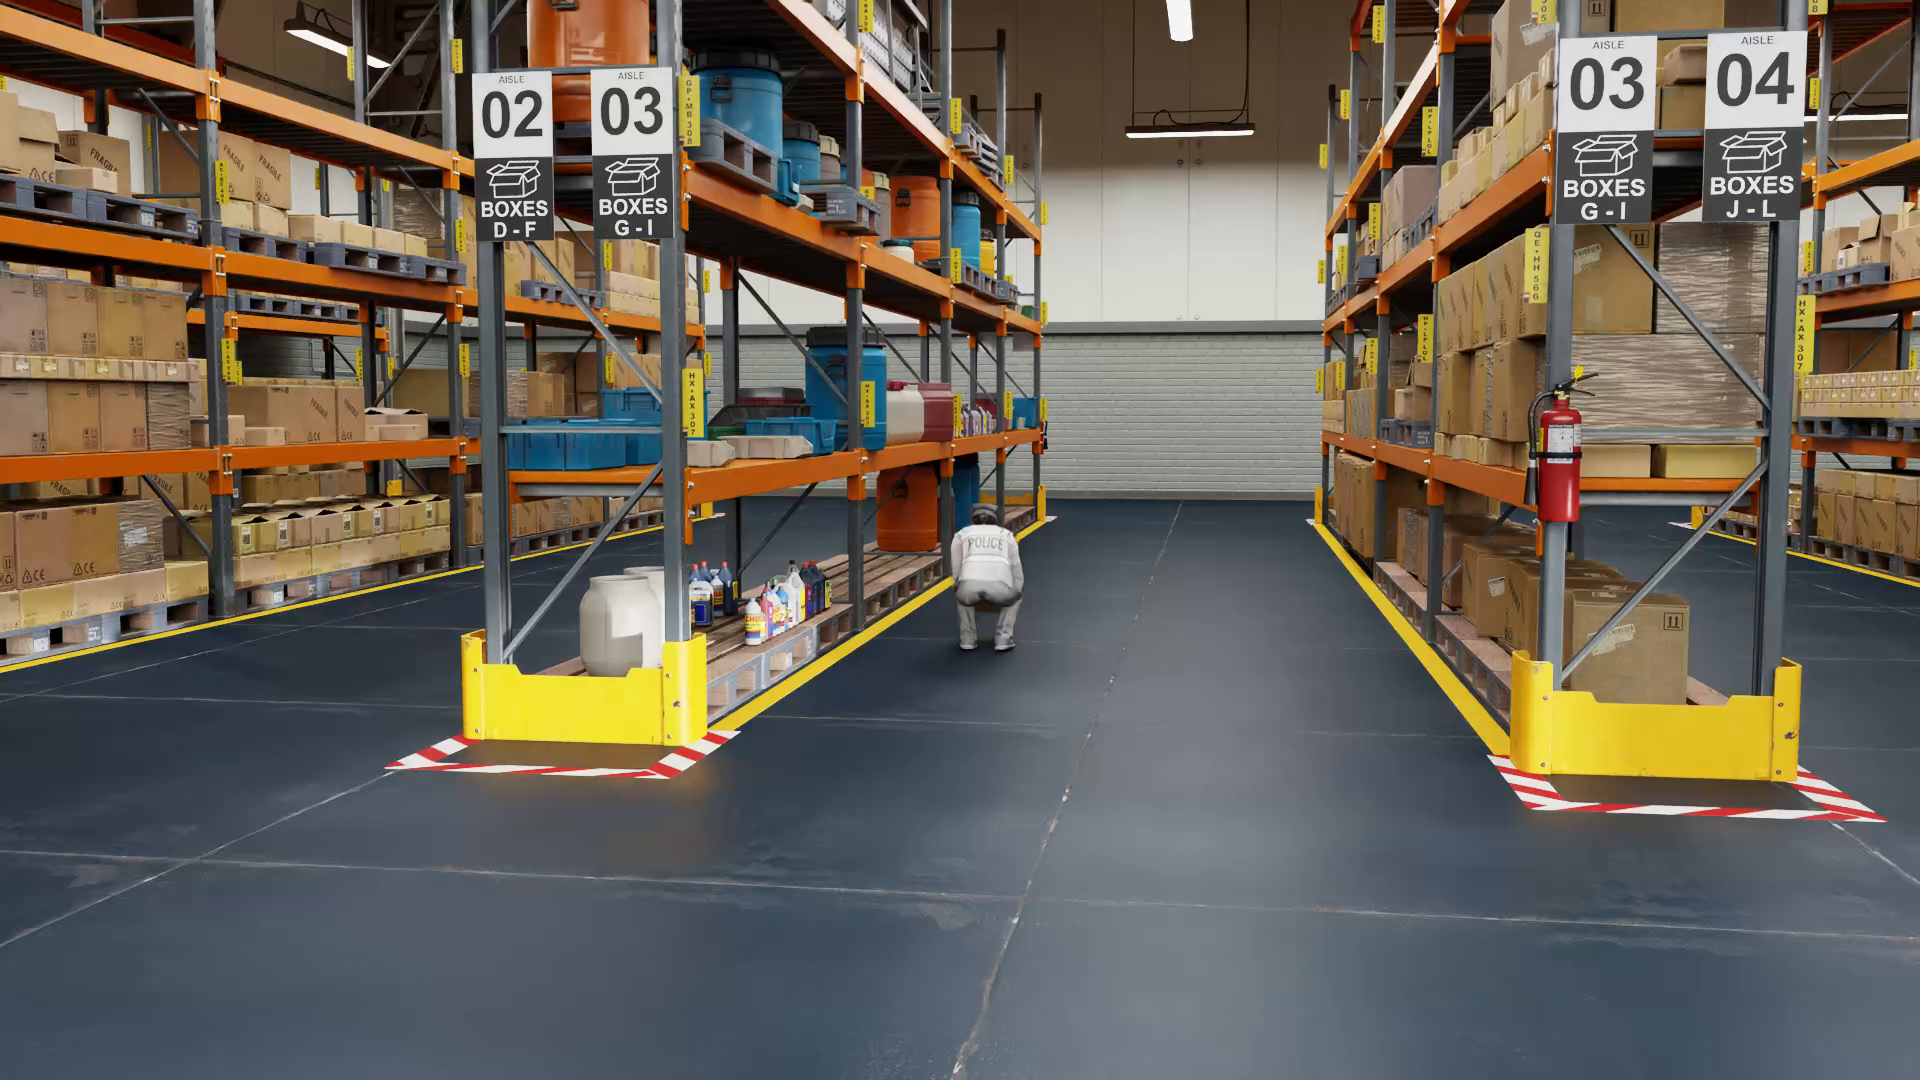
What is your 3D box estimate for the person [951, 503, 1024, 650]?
[{"bbox_3d":[0.170,0.245,11.267,0.495,0.967,0.826,1,5,9],"label":"person"}]
